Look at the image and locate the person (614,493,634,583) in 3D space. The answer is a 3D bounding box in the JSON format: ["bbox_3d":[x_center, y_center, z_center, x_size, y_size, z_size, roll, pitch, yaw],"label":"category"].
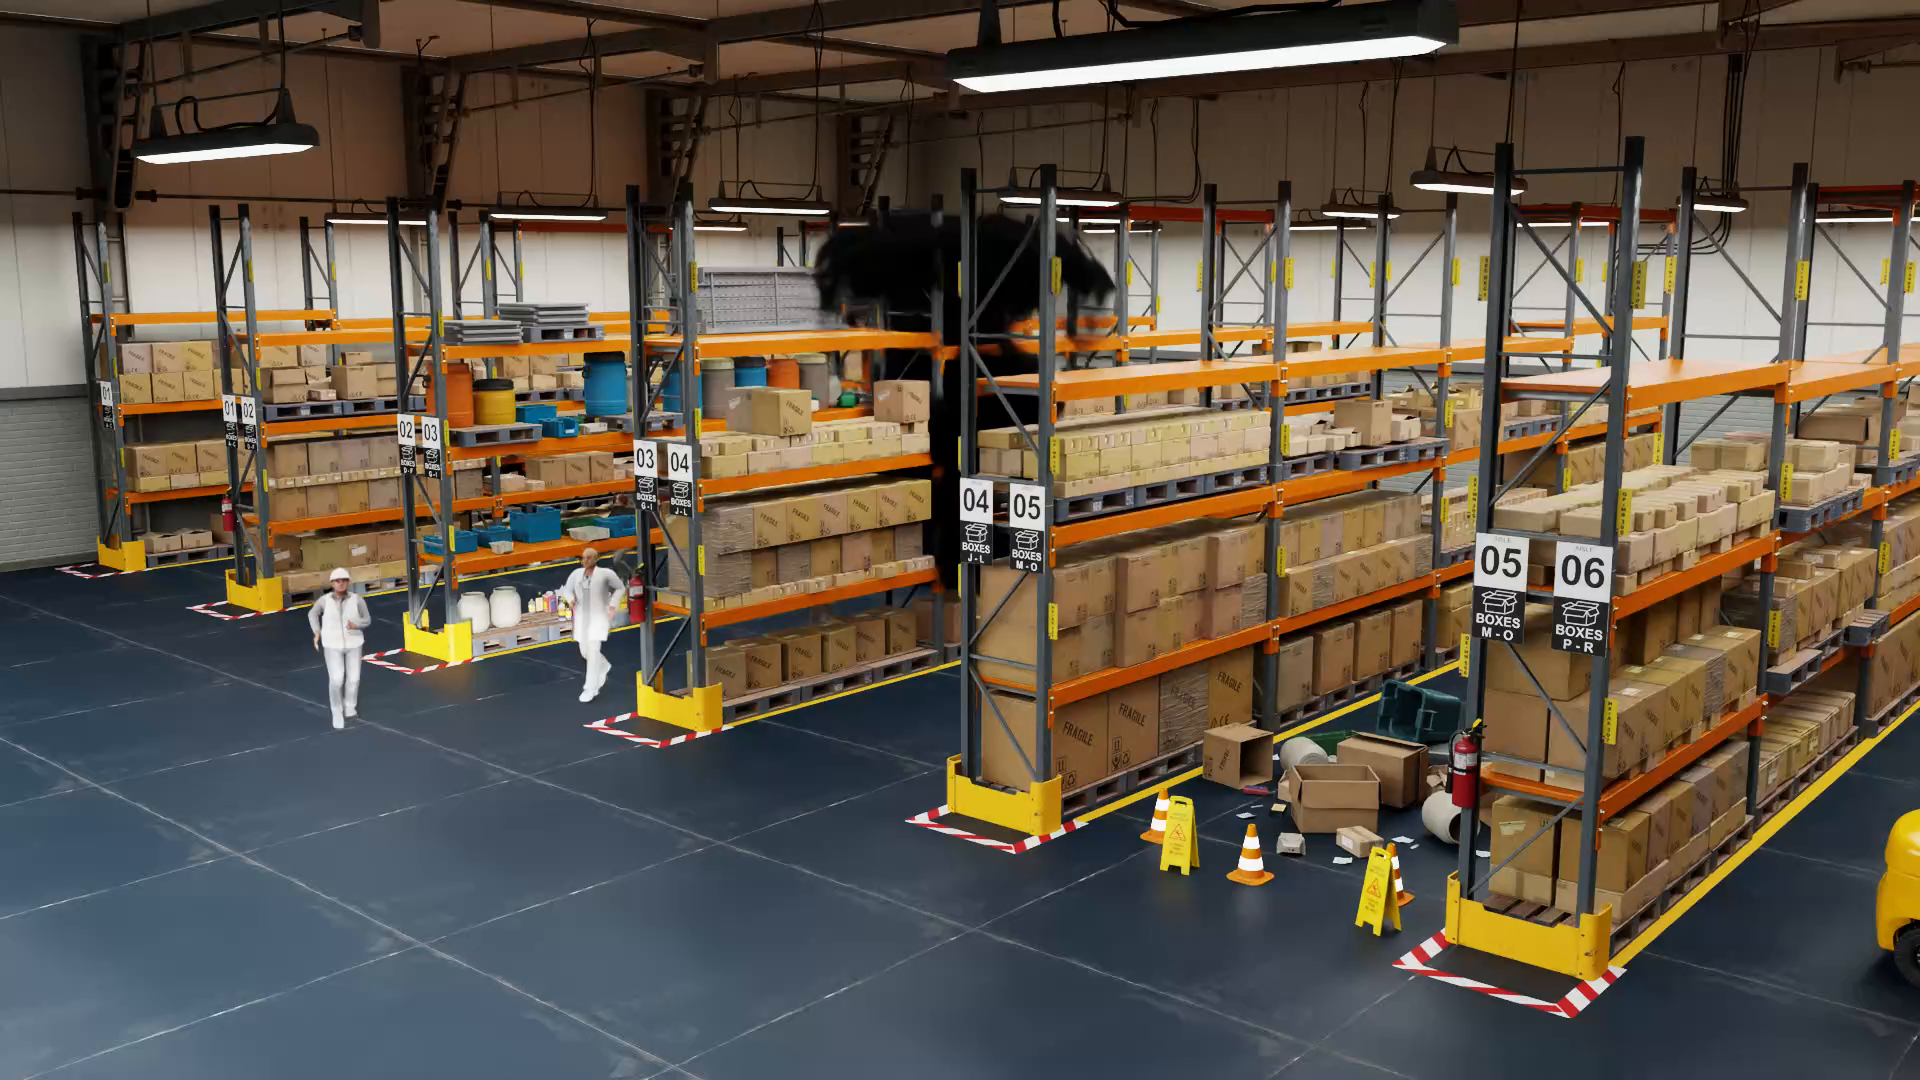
[{"bbox_3d":[-5.364,0.034,26.269,0.521,1.561,0.570,7,12,37],"label":"person"}]

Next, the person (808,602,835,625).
[{"bbox_3d":[-1.967,0.455,23.410,0.670,1.793,0.926,7,12,36],"label":"person"}]

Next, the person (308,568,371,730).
[{"bbox_3d":[-6.937,1.214,18.690,0.628,1.815,0.735,-5,11,-27],"label":"person"}]

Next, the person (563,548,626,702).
[{"bbox_3d":[-4.419,0.972,19.977,0.723,1.778,0.930,3,10,15],"label":"person"}]
